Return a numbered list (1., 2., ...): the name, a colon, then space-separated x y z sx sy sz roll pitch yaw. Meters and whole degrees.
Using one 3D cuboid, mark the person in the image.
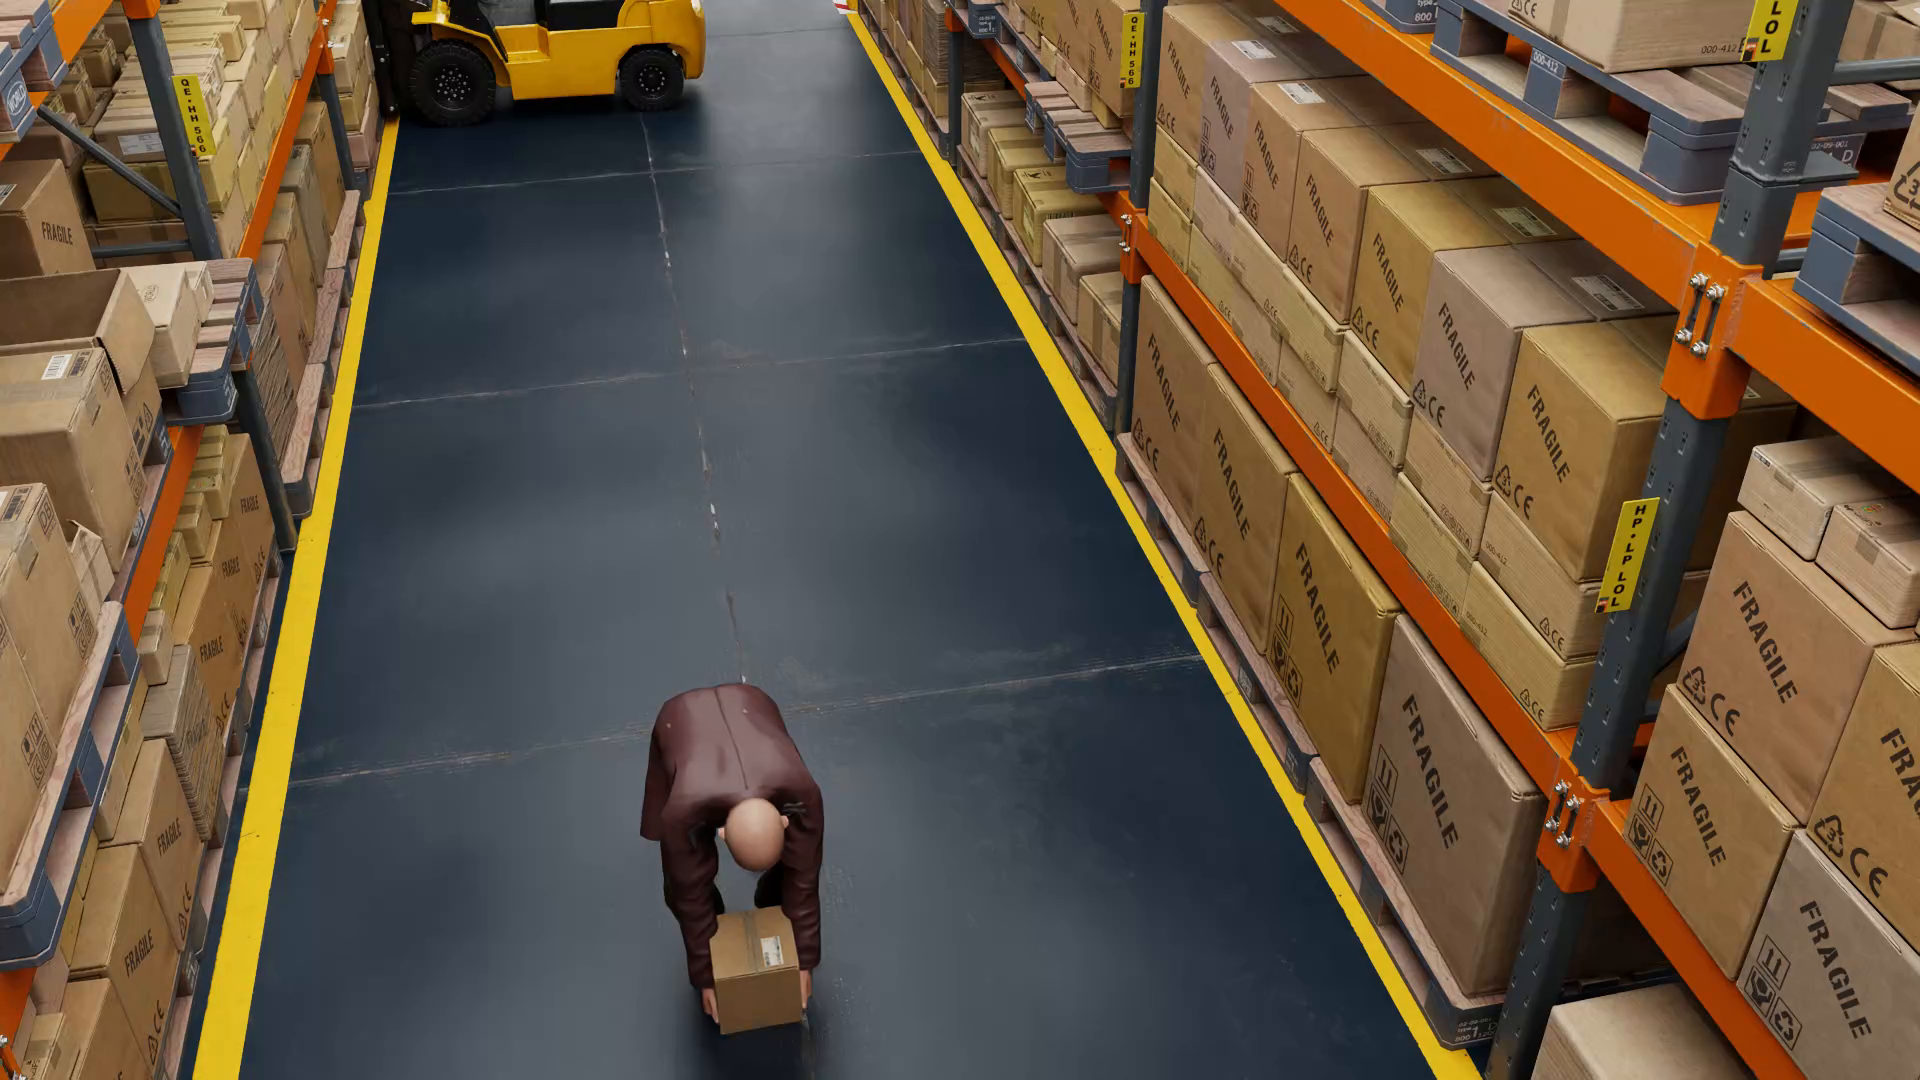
1. person: -0.687 1.027 5.218 0.585 1.117 0.937 -9 35 -13
